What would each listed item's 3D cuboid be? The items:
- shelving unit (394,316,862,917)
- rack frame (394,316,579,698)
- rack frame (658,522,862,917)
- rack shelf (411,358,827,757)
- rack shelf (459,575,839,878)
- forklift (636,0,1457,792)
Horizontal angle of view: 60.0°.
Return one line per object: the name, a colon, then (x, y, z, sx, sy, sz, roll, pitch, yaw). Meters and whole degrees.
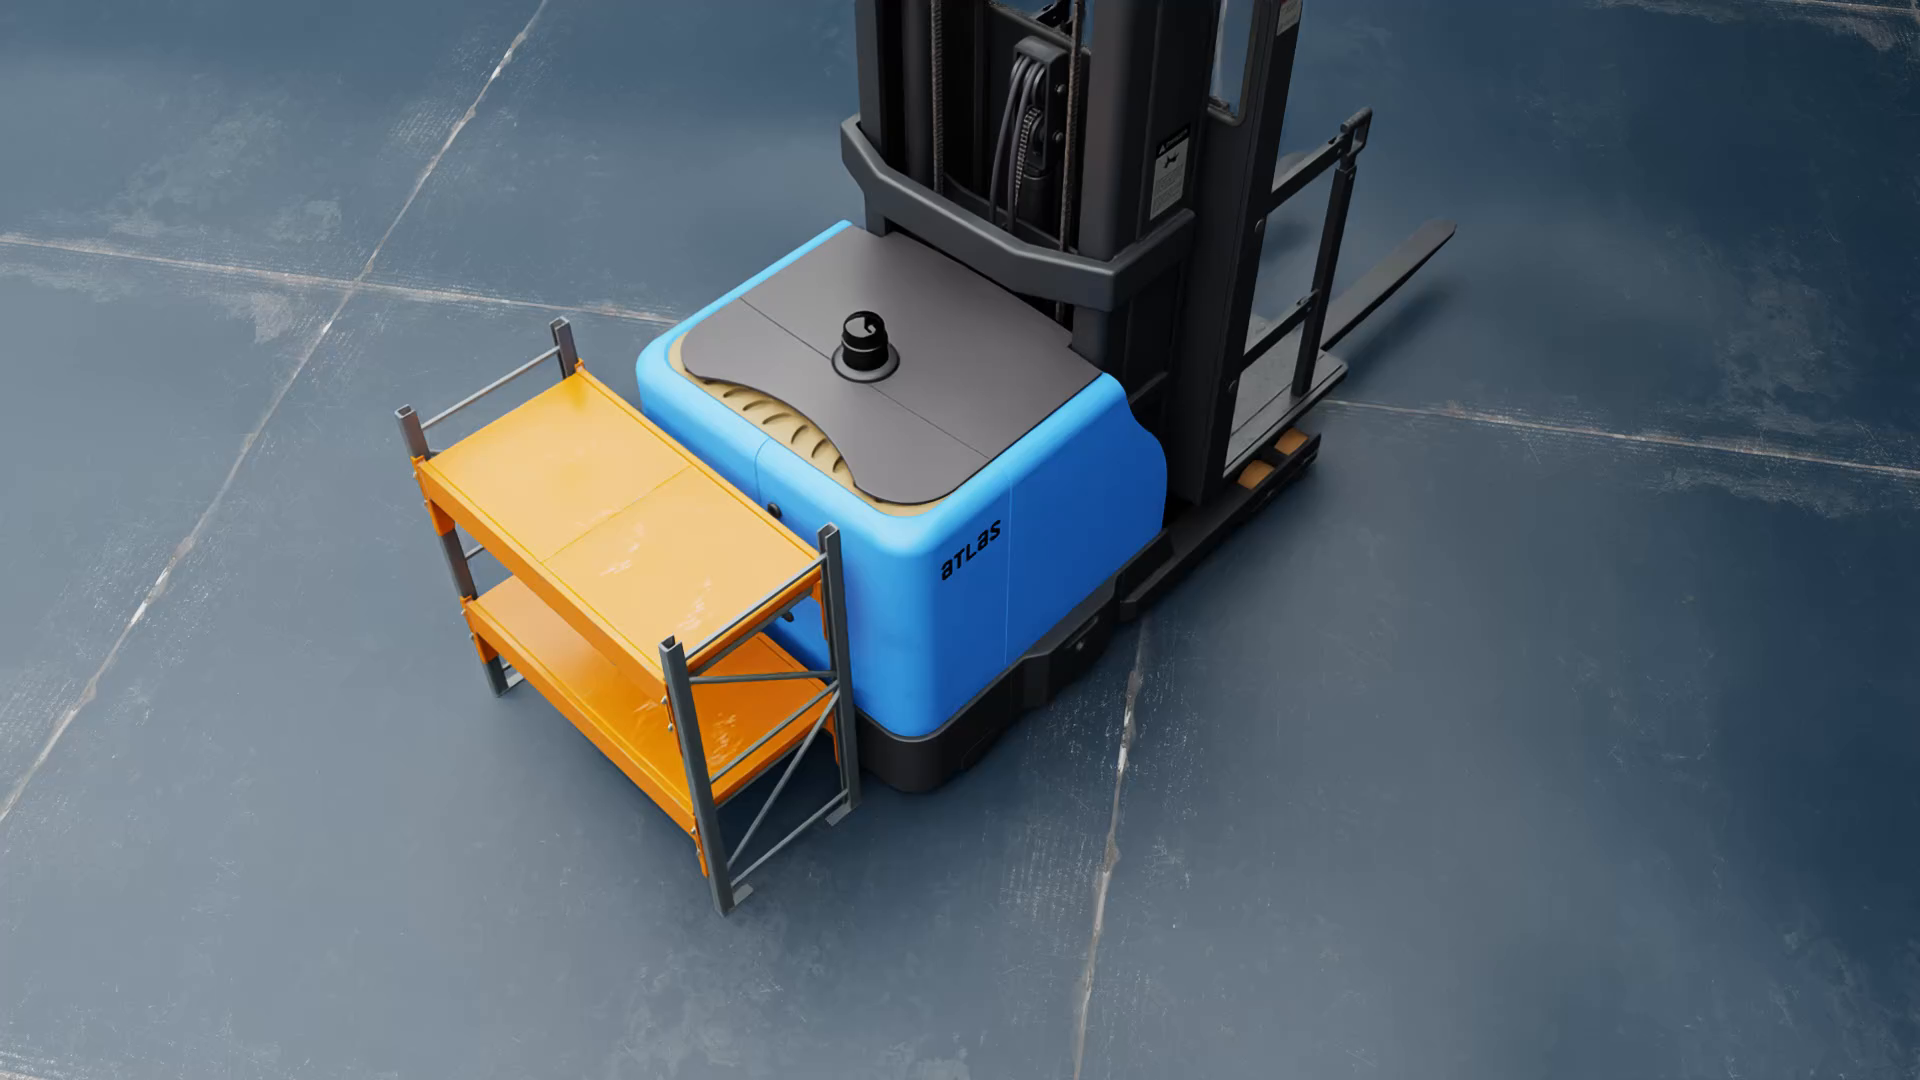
shelving unit: (-0.820, 0.208, 4.306, 1.048, 1.125, 0.538, 36, 57, 28)
rack frame: (-1.181, -0.057, 4.545, 0.032, 1.125, 0.500, 36, 57, 28)
rack frame: (-0.458, 0.474, 4.068, 0.032, 1.125, 0.500, 36, 57, 28)
rack shelf: (-0.820, 0.013, 4.089, 1.000, 0.278, 0.538, 36, 57, 28)
rack shelf: (-0.819, 0.372, 4.488, 1.000, 0.278, 0.538, 36, 57, 28)
forklift: (0.517, -1.304, 4.451, 1.130, 2.935, 3.031, 34, 56, 27)
